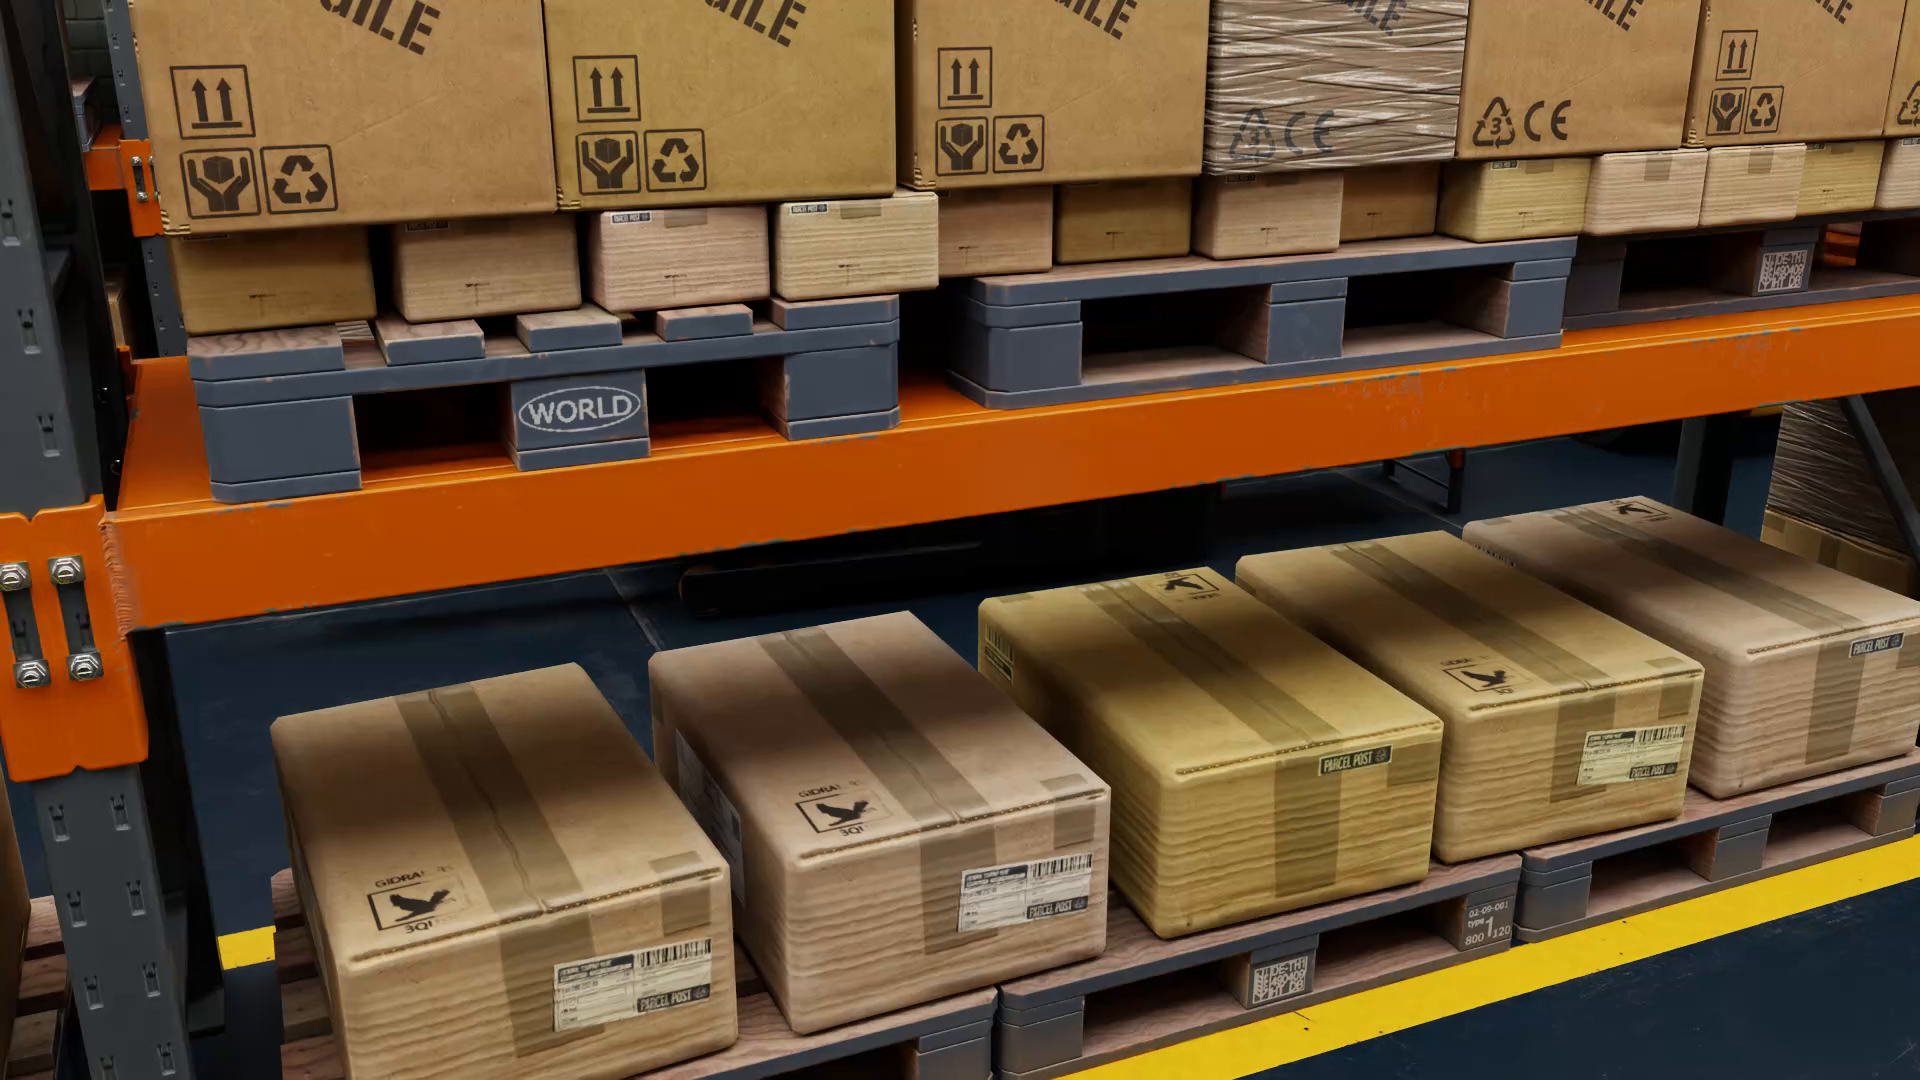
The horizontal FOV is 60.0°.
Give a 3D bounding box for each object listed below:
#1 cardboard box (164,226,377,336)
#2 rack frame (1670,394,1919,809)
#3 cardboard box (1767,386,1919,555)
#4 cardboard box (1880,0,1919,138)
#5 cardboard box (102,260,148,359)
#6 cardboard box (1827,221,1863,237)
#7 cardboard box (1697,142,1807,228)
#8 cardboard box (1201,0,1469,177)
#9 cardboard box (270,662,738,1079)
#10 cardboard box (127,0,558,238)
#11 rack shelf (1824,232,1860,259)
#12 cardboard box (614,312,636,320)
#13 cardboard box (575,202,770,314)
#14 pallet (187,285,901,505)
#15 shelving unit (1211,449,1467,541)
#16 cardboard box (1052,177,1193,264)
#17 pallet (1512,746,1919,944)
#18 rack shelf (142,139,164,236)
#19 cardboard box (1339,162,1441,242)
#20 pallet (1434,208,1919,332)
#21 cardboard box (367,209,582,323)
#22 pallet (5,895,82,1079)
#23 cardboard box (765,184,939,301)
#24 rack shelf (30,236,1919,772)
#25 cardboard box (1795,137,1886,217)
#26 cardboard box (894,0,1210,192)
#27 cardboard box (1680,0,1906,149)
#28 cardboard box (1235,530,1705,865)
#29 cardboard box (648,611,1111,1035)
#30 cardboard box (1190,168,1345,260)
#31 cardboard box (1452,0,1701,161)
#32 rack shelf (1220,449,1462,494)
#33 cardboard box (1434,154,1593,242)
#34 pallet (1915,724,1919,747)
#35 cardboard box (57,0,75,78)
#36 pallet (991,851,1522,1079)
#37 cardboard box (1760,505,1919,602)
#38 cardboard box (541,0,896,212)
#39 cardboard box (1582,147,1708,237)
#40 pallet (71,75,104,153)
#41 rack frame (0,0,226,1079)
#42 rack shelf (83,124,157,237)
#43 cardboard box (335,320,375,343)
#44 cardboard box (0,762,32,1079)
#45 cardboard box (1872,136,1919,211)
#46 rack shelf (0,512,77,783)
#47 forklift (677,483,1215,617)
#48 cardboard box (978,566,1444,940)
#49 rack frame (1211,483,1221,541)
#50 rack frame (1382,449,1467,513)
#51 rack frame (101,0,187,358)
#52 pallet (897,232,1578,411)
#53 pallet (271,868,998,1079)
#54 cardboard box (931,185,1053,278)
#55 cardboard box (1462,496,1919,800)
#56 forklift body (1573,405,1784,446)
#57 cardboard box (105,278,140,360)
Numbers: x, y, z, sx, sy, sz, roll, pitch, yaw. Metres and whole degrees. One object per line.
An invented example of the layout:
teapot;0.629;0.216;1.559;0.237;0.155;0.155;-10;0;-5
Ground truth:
cardboard box;-1.023;-0.421;2.446;0.250;0.149;0.380;-9;22;-25
rack frame;2.278;-0.881;4.008;0.127;3.000;1.000;-8;21;-22
cardboard box;2.715;-0.296;4.724;0.500;0.500;0.500;-8;21;-23
cardboard box;1.944;-1.136;3.501;0.500;0.500;0.500;-9;21;-23
cardboard box;-3.863;-0.917;7.242;0.500;0.500;0.500;-7;21;-20
cardboard box;2.452;-0.898;4.434;0.250;0.149;0.380;-8;21;-22
cardboard box;1.443;-0.735;3.338;0.250;0.149;0.380;-9;21;-23
cardboard box;0.533;-0.935;2.930;0.500;0.500;0.500;-9;21;-24
cardboard box;-0.872;0.615;3.083;0.625;0.372;0.950;-10;22;-26
cardboard box;-0.890;-0.729;2.345;0.500;0.500;0.500;-9;21;-23
rack shelf;4.114;-0.805;4.875;4.000;0.370;1.077;-8;21;-22
cardboard box;-1.572;-1.201;7.860;0.625;0.625;0.875;-9;21;-24
cardboard box;-0.481;-0.469;2.585;0.250;0.149;0.380;-10;22;-25
pallet;-0.783;-0.391;2.904;1.003;0.211;1.213;-8;21;-22
shelving unit;1.327;-0.661;6.205;1.048;1.125;0.538;-6;20;-17
cardboard box;0.214;-0.604;2.967;0.250;0.149;0.380;-7;21;-20
pallet;1.563;0.537;4.179;1.213;0.211;1.003;-8;21;-22
rack shelf;-1.528;-1.792;7.678;4.000;0.370;1.077;-8;21;-22
cardboard box;0.690;-0.676;3.170;0.250;0.149;0.380;-9;21;-24
pallet;1.518;-0.734;3.880;1.213;0.211;1.003;-8;21;-22
cardboard box;-0.750;-0.447;2.522;0.250;0.149;0.380;-10;22;-25
pallet;-2.149;1.041;2.747;1.213;0.211;1.003;-8;21;-22
cardboard box;-0.220;-0.499;2.670;0.250;0.149;0.380;-8;21;-22
rack shelf;0.441;-0.279;3.380;4.000;0.370;1.077;-8;21;-22
cardboard box;1.665;-0.779;3.465;0.250;0.149;0.380;-9;21;-24
cardboard box;0.070;-0.872;2.750;0.500;0.500;0.500;-8;21;-21
cardboard box;1.490;-1.070;3.314;0.500;0.500;0.500;-8;21;-22
cardboard box;1.138;0.326;3.905;0.625;0.372;0.950;-7;21;-19
cardboard box;-0.198;0.516;3.365;0.625;0.372;0.950;-9;21;-23
cardboard box;0.480;-0.618;3.008;0.250;0.149;0.380;-7;21;-20
cardboard box;1.013;-1.004;3.127;0.500;0.500;0.500;-7;21;-20
rack shelf;1.327;-0.430;6.286;1.000;0.278;0.538;-6;20;-17
cardboard box;0.972;-0.679;3.180;0.250;0.149;0.380;-8;21;-22
pallet;2.880;0.335;4.753;1.213;0.211;1.003;-8;21;-22
cardboard box;-3.899;-2.093;6.668;0.500;0.500;0.500;-7;21;-19
pallet;0.442;0.699;3.719;1.213;0.211;1.003;-8;21;-22
cardboard box;2.714;0.058;4.849;0.500;0.250;0.500;-7;21;-19
cardboard box;-0.415;-0.800;2.546;0.500;0.500;0.500;-7;21;-19
cardboard box;1.210;-0.700;3.240;0.250;0.149;0.380;-8;21;-21
pallet;-3.959;-1.667;6.529;1.003;0.211;1.213;-8;21;-22
rack frame;-1.395;-0.355;2.513;0.127;3.000;1.000;-8;21;-22
rack shelf;-5.201;-1.266;6.183;4.000;0.370;1.077;-8;21;-22
cardboard box;-2.787;-1.024;7.357;0.625;0.625;0.875;-7;21;-20
cardboard box;-2.062;0.515;2.610;0.875;0.875;0.875;-8;21;-22
cardboard box;1.915;-0.809;3.549;0.250;0.149;0.380;-8;21;-21
rack shelf;-3.232;0.248;1.886;4.000;0.370;1.077;-8;21;-22
forklift;-0.689;-1.331;5.388;3.031;2.935;1.130;-6;20;-15
cardboard box;0.501;0.418;3.644;0.625;0.372;0.950;-7;21;-20
rack frame;0.844;-0.607;6.053;0.032;1.125;0.500;-6;20;-17
rack frame;1.809;-0.714;6.357;0.032;1.125;0.500;-6;20;-17
rack frame;-3.365;-1.868;6.811;0.127;3.000;1.000;-8;21;-22
pallet;0.406;-0.537;3.320;1.213;0.211;1.003;-8;21;-22
pallet;-0.677;0.858;3.267;1.213;0.211;1.003;-8;21;-22
cardboard box;-0.030;-0.555;2.827;0.250;0.149;0.380;-7;21;-19
cardboard box;1.797;0.230;4.176;0.625;0.372;0.950;-8;21;-21
forklift body;2.962;-1.714;7.652;1.214;2.155;2.313;-8;21;-22
cardboard box;-3.668;-0.766;6.812;0.500;0.500;0.500;-8;21;-20
